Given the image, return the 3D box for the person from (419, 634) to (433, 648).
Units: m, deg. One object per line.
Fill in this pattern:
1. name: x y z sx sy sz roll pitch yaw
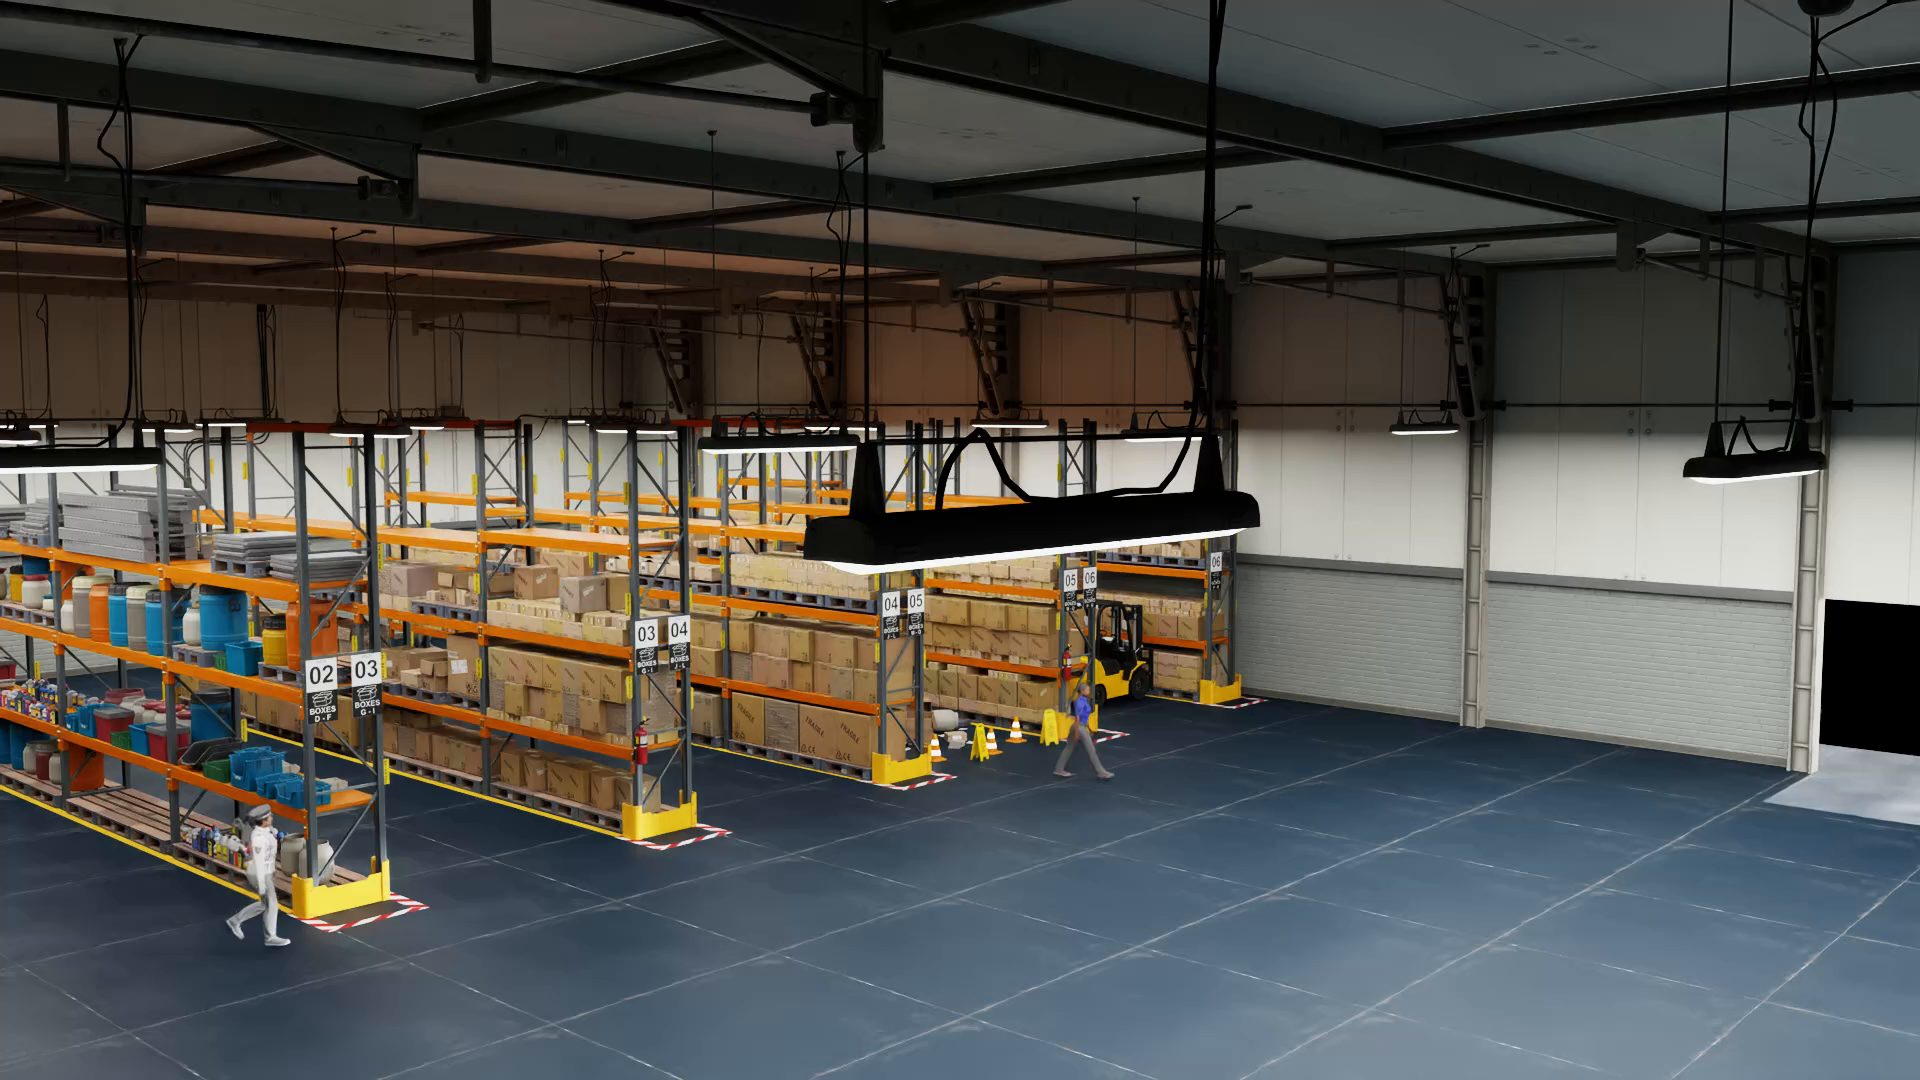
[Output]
1. person: -13.067 2.246 40.858 0.418 1.487 0.579 1 5 16

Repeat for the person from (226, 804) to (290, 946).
1. person: -8.195 3.900 19.353 0.724 1.661 0.491 -1 5 -10

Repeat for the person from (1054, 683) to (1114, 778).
1. person: 2.095 3.216 28.107 0.974 1.588 0.491 -1 5 -6
